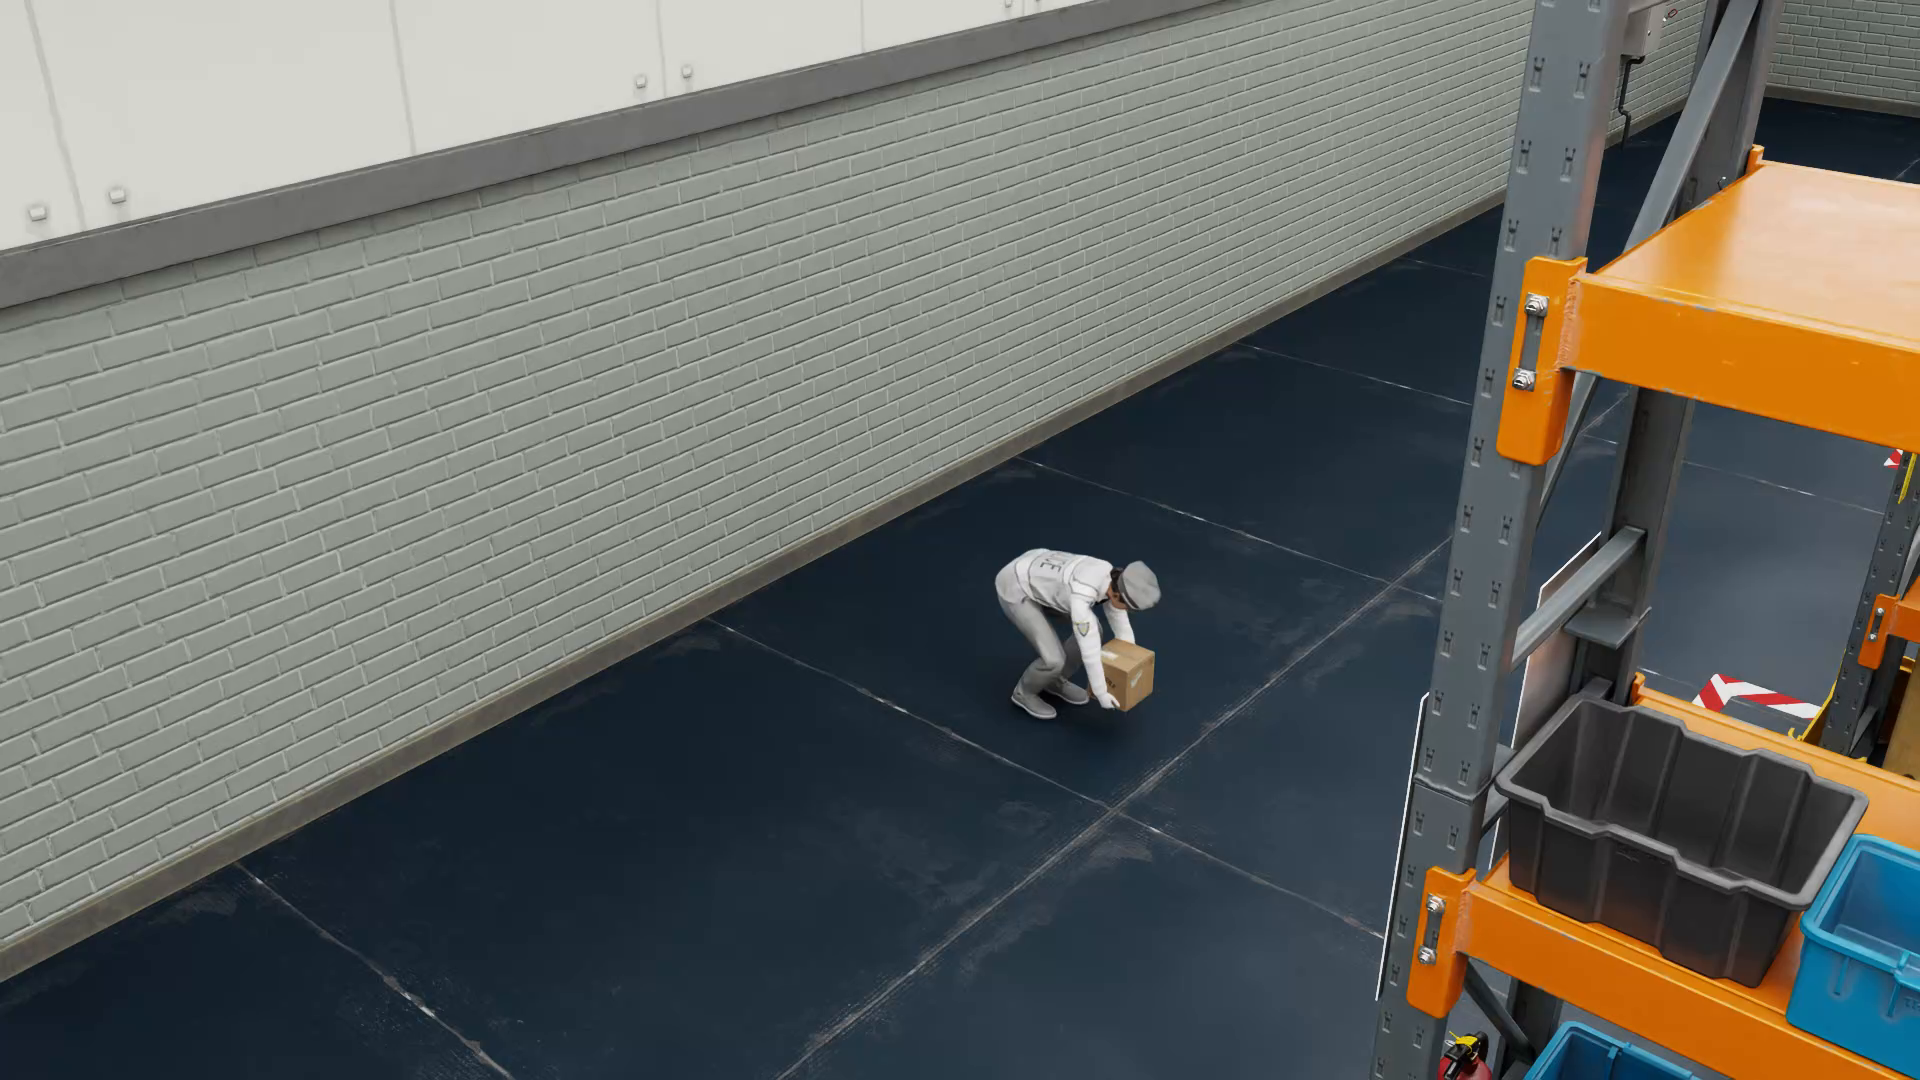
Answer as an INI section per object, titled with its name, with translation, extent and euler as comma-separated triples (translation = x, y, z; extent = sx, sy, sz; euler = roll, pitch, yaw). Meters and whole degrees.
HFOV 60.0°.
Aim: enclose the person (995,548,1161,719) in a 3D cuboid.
[person]
translation = 0.612, 0.491, 8.808
extent = 0.917, 1.000, 0.452
euler = 19, 33, 32
